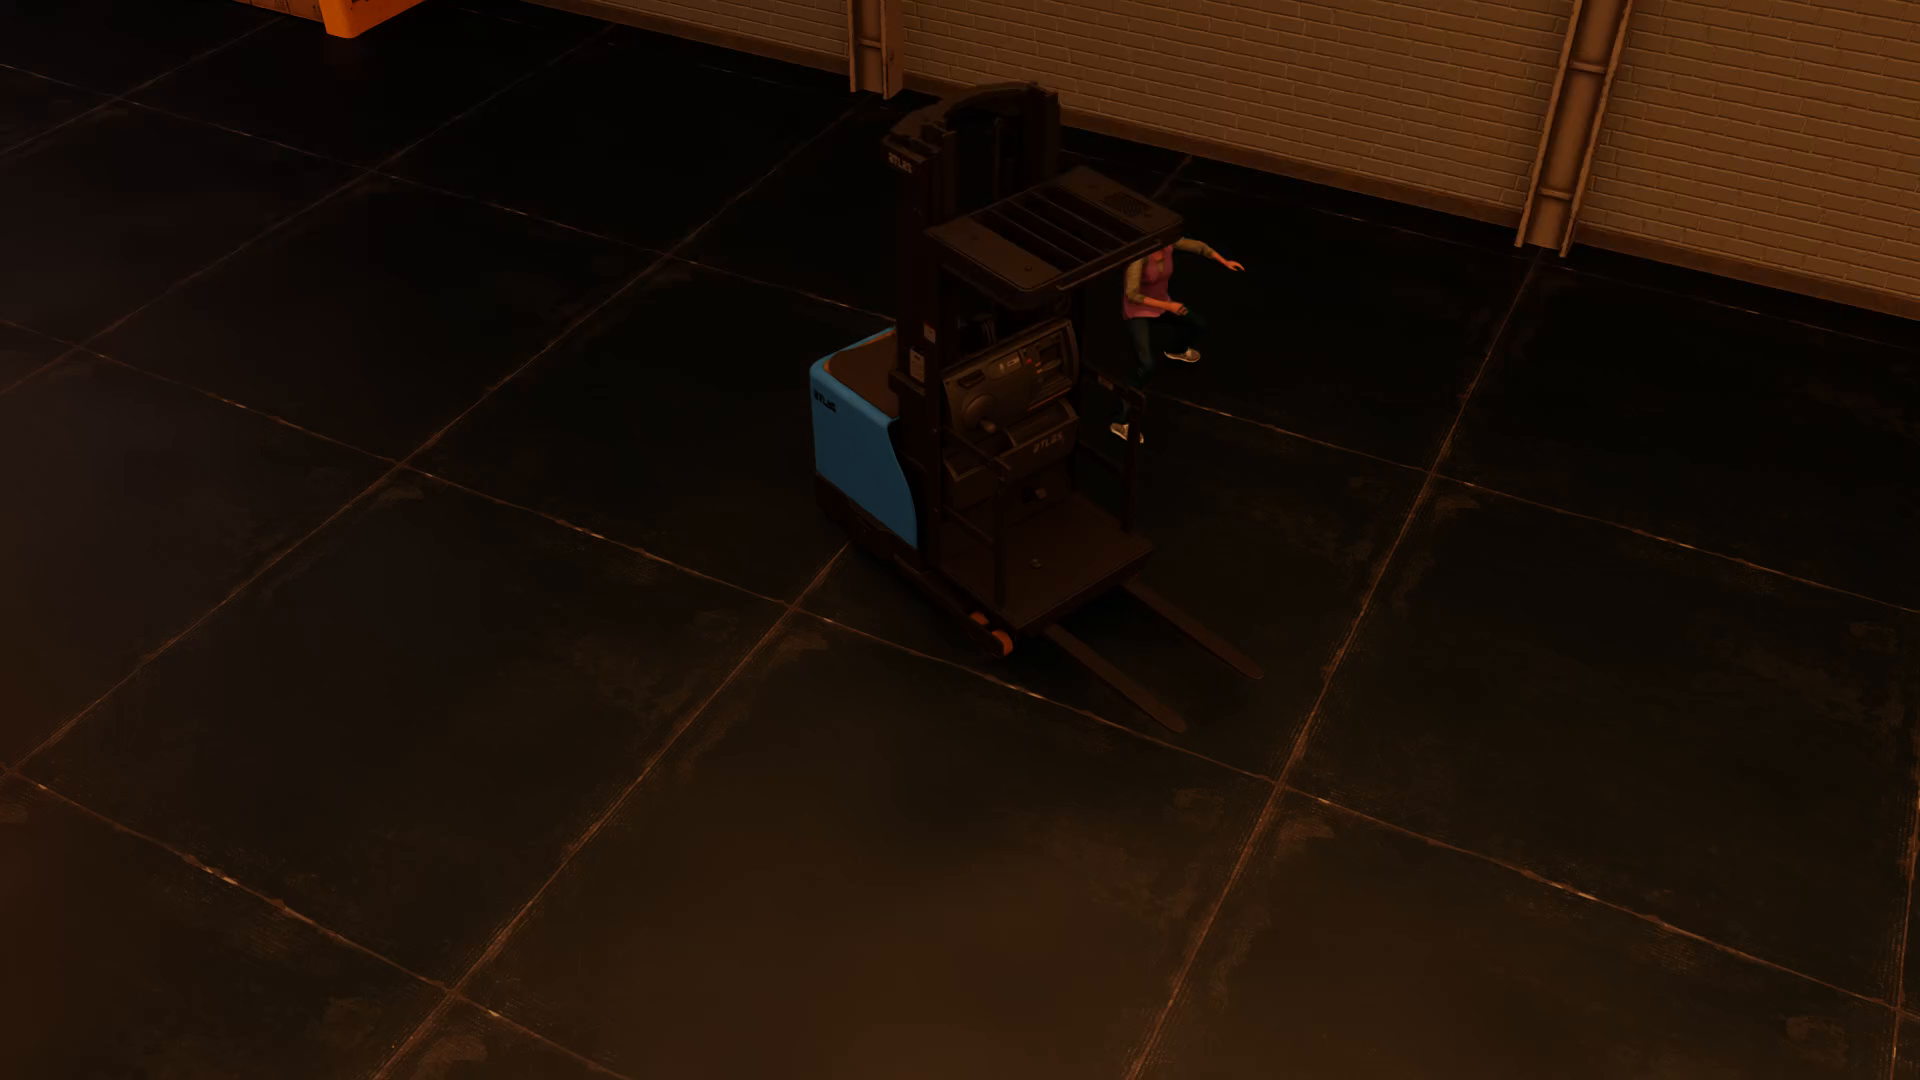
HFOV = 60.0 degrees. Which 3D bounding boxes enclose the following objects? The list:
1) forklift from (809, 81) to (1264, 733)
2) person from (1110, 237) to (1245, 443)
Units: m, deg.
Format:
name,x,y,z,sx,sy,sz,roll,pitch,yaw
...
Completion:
name,x,y,z,sx,sy,sz,roll,pitch,yaw
forklift,0.424,-0.820,8.960,1.130,2.935,3.031,-29,48,-30
person,1.367,-1.495,10.988,1.088,1.350,0.610,-30,48,-30
